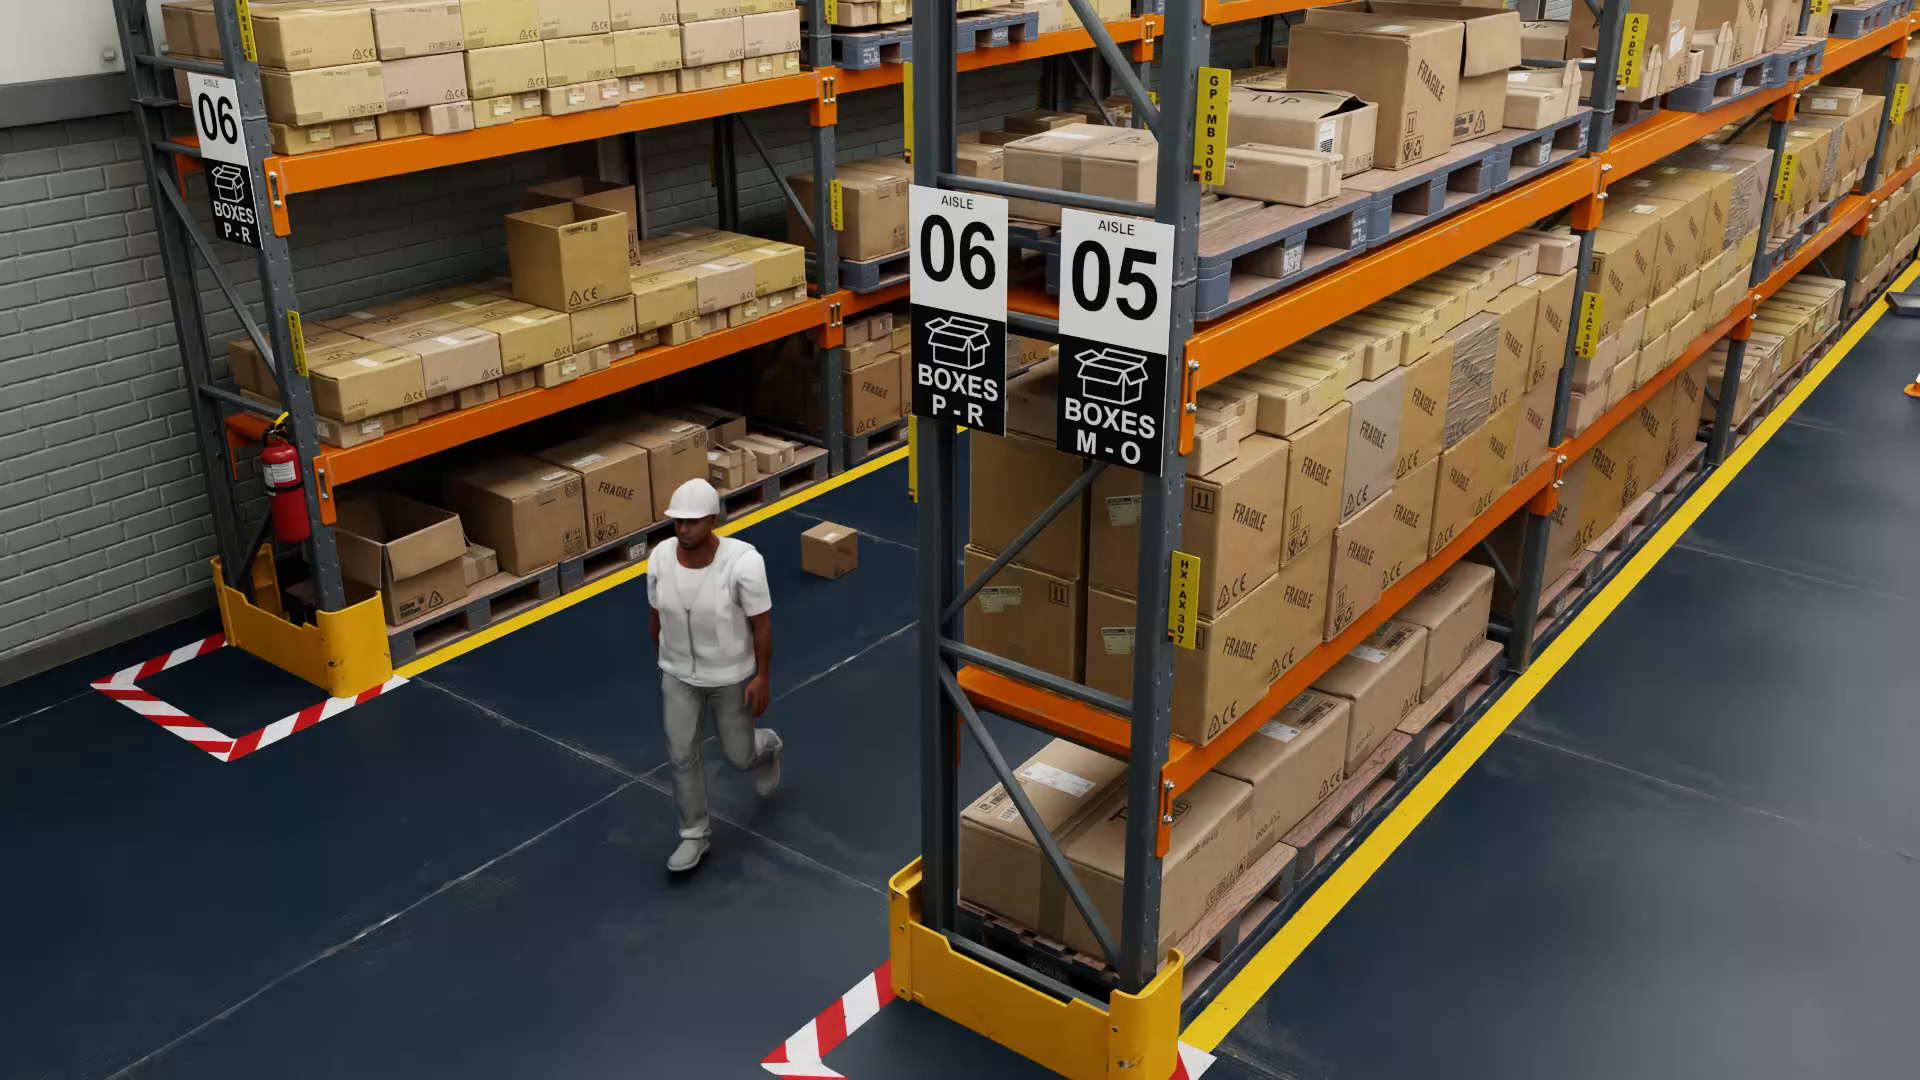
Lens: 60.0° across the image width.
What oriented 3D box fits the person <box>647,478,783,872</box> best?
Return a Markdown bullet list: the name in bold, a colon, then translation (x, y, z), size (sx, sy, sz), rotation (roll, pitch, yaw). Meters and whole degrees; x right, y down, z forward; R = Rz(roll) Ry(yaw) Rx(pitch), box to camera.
- **person**: translation (-1.078, 0.545, 7.287), size (0.579, 1.752, 0.819), rotation (6, 24, 13)
